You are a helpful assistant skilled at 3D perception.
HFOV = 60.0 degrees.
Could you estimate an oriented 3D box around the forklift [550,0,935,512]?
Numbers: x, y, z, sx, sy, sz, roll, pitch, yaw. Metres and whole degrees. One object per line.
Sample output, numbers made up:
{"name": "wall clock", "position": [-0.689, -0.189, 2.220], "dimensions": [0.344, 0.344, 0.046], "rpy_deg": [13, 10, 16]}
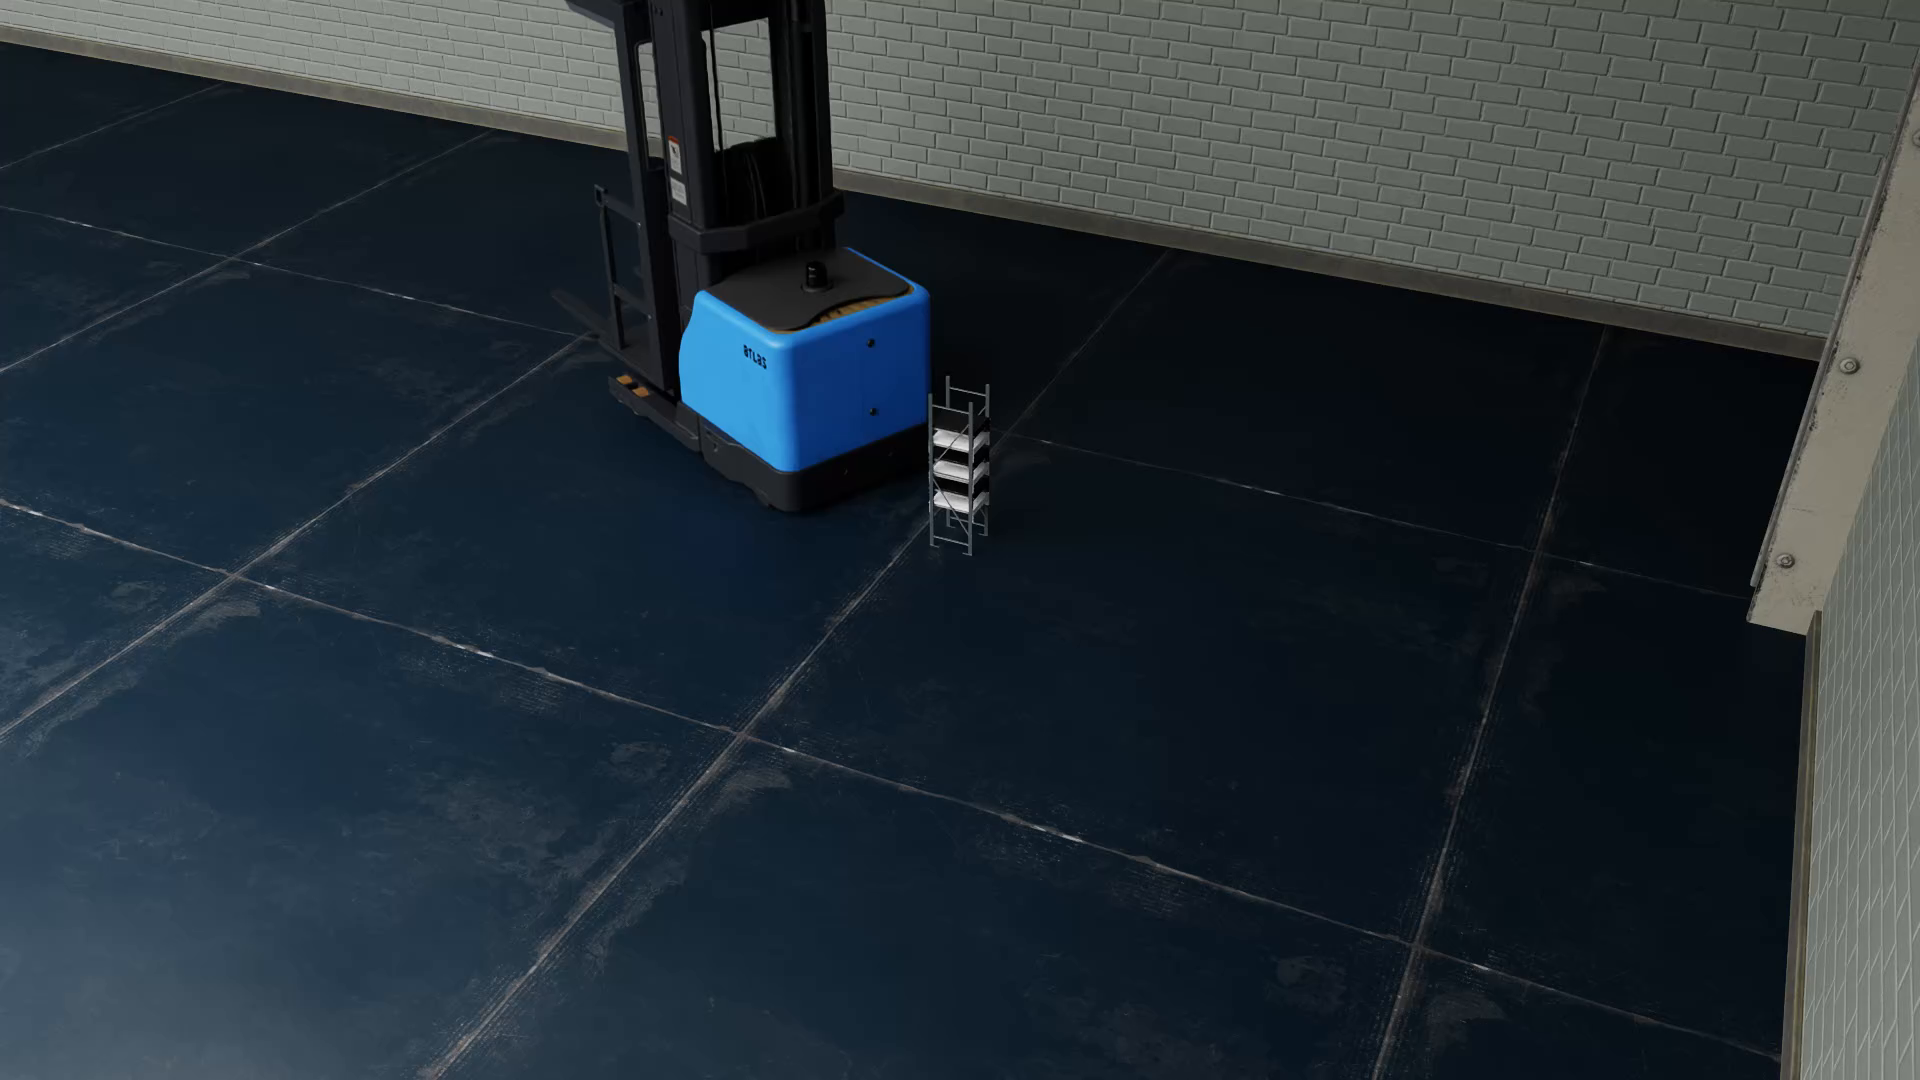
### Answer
{"name": "forklift", "position": [-1.454, -2.117, 9.306], "dimensions": [1.130, 2.935, 3.031], "rpy_deg": [-24, 40, -32]}

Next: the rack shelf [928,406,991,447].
{"name": "rack shelf", "position": [-0.003, -0.570, 8.367], "dimensions": [0.258, 0.077, 0.200], "rpy_deg": [14, 36, 20]}

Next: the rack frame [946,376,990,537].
{"name": "rack frame", "position": [0.039, -0.423, 8.574], "dimensions": [0.240, 0.900, 0.006], "rpy_deg": [14, 36, 20]}

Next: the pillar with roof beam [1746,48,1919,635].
{"name": "pillar with roof beam", "position": [0.163, -4.415, 7.277], "dimensions": [9.100, 9.000, 0.400], "rpy_deg": [14, 36, 20]}

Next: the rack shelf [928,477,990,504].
{"name": "rack shelf", "position": [-0.003, -0.269, 8.565], "dimensions": [0.258, 0.077, 0.200], "rpy_deg": [14, 36, 20]}

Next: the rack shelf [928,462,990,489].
{"name": "rack shelf", "position": [-0.003, -0.344, 8.515], "dimensions": [0.258, 0.077, 0.200], "rpy_deg": [14, 36, 20]}

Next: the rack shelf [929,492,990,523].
{"name": "rack shelf", "position": [-0.003, -0.194, 8.614], "dimensions": [0.258, 0.077, 0.200], "rpy_deg": [14, 36, 20]}

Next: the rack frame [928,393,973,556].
{"name": "rack frame", "position": [-0.046, -0.322, 8.420], "dimensions": [0.240, 0.900, 0.006], "rpy_deg": [14, 36, 20]}

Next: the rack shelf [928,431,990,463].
{"name": "rack shelf", "position": [-0.003, -0.495, 8.417], "dimensions": [0.258, 0.077, 0.200], "rpy_deg": [14, 36, 20]}

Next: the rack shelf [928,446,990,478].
{"name": "rack shelf", "position": [-0.003, -0.420, 8.466], "dimensions": [0.258, 0.077, 0.200], "rpy_deg": [14, 36, 20]}

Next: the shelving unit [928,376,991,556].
{"name": "shelving unit", "position": [-0.003, -0.372, 8.497], "dimensions": [0.258, 0.900, 0.210], "rpy_deg": [14, 36, 20]}
